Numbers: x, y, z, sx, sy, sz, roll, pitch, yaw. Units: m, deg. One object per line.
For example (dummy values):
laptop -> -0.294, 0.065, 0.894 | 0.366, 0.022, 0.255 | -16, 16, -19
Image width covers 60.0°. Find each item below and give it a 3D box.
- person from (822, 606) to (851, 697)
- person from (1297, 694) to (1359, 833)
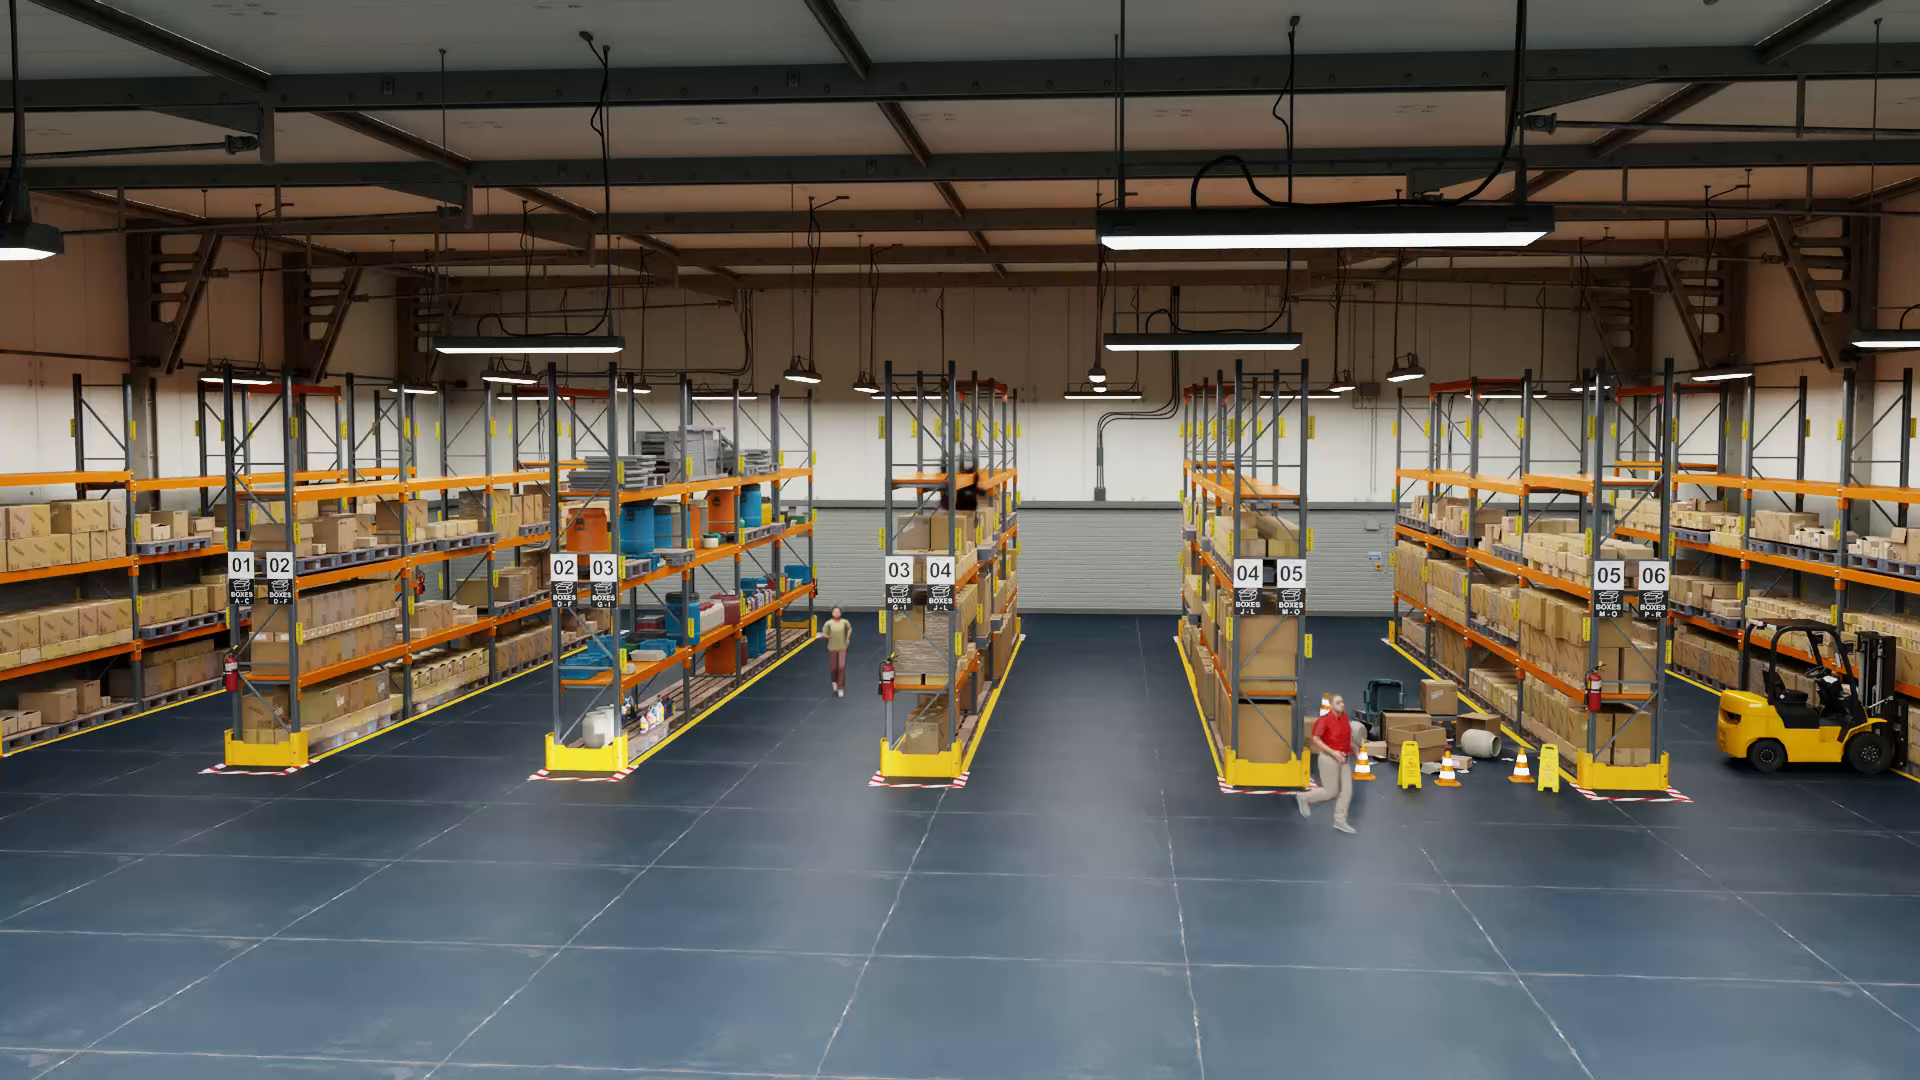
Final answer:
person -> -2.329, 2.077, 31.417 | 0.574, 1.673, 0.951 | 0, 4, -7
person -> 4.681, 2.789, 20.955 | 0.668, 1.721, 0.783 | -3, 5, -37
